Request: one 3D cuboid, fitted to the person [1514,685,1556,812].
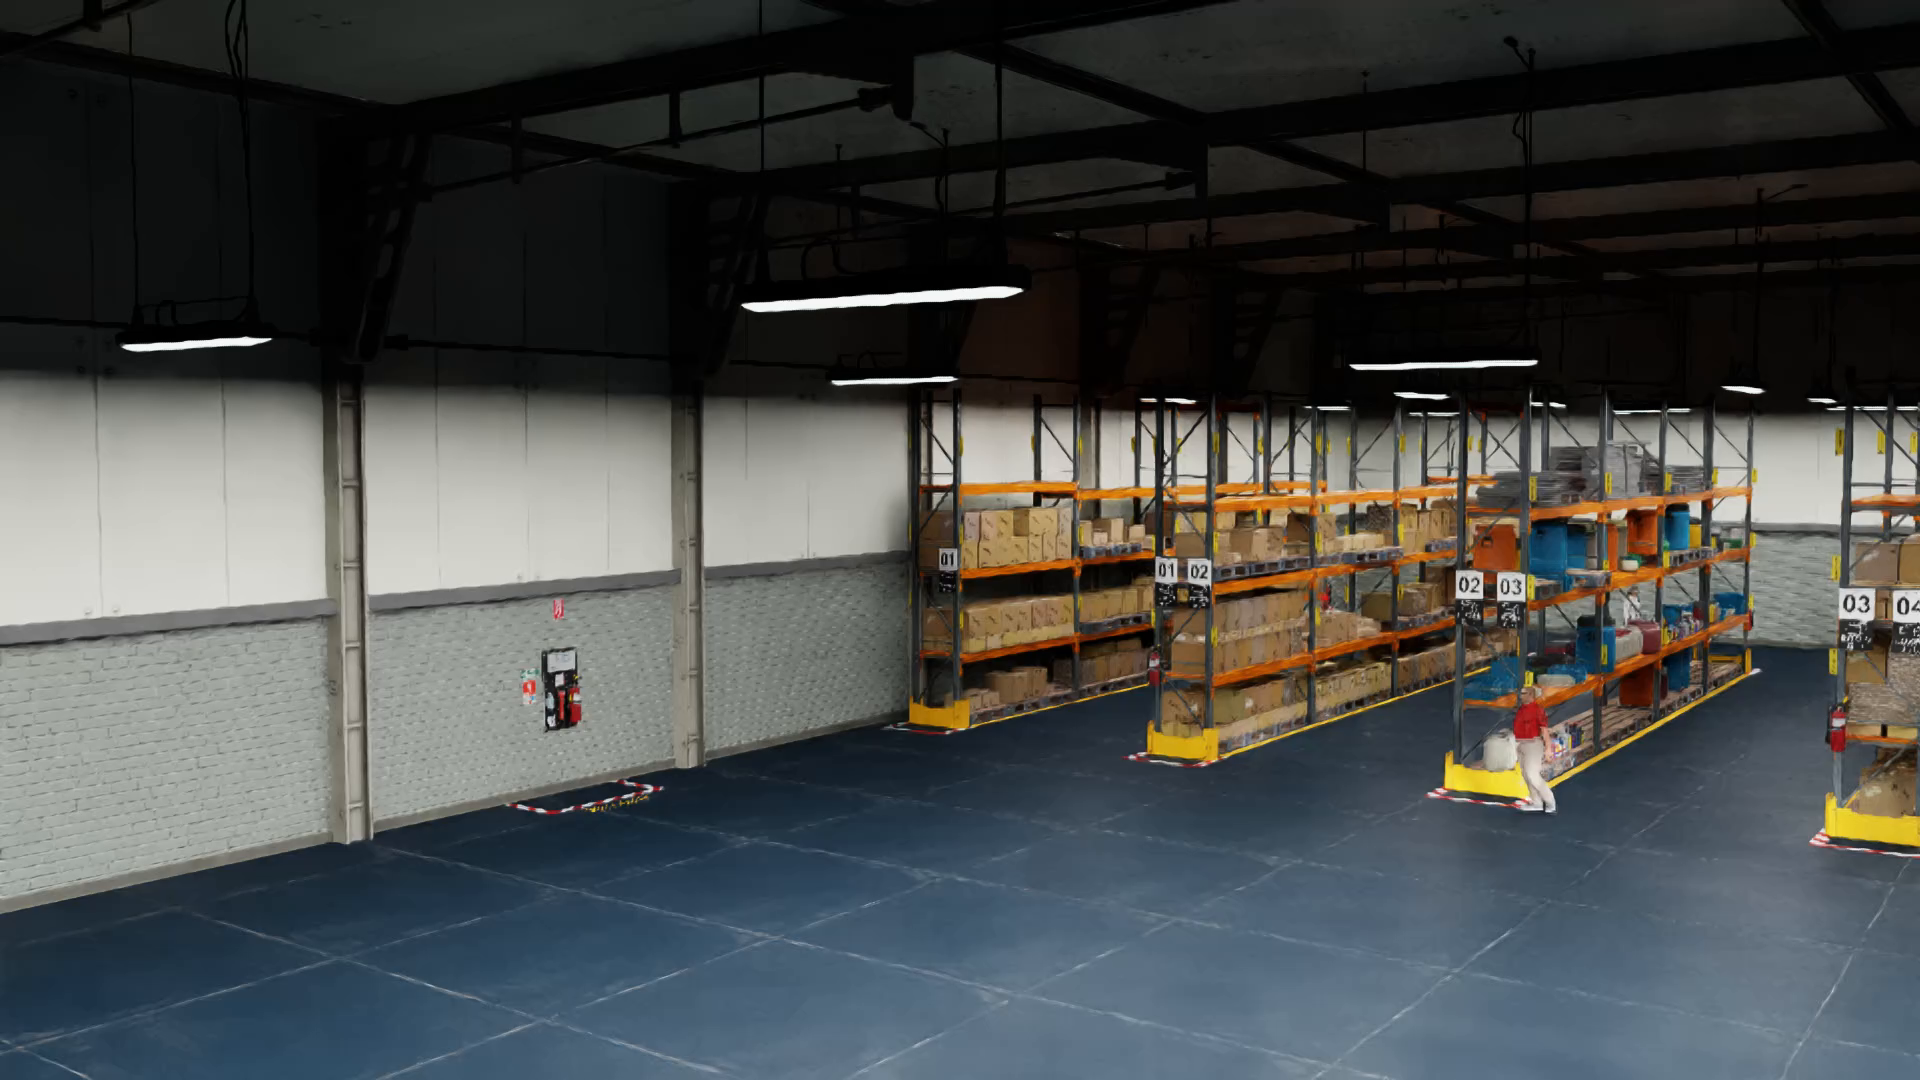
[{"bbox_3d":[7.847,2.851,22.688,0.489,1.709,0.678,-1,3,-11],"label":"person"}]

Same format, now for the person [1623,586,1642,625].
[{"bbox_3d":[15.842,1.916,39.439,0.635,1.658,0.453,-2,4,-29],"label":"person"}]

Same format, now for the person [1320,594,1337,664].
[{"bbox_3d":[8.083,2.037,36.788,0.553,1.709,1.123,3,4,38],"label":"person"}]
